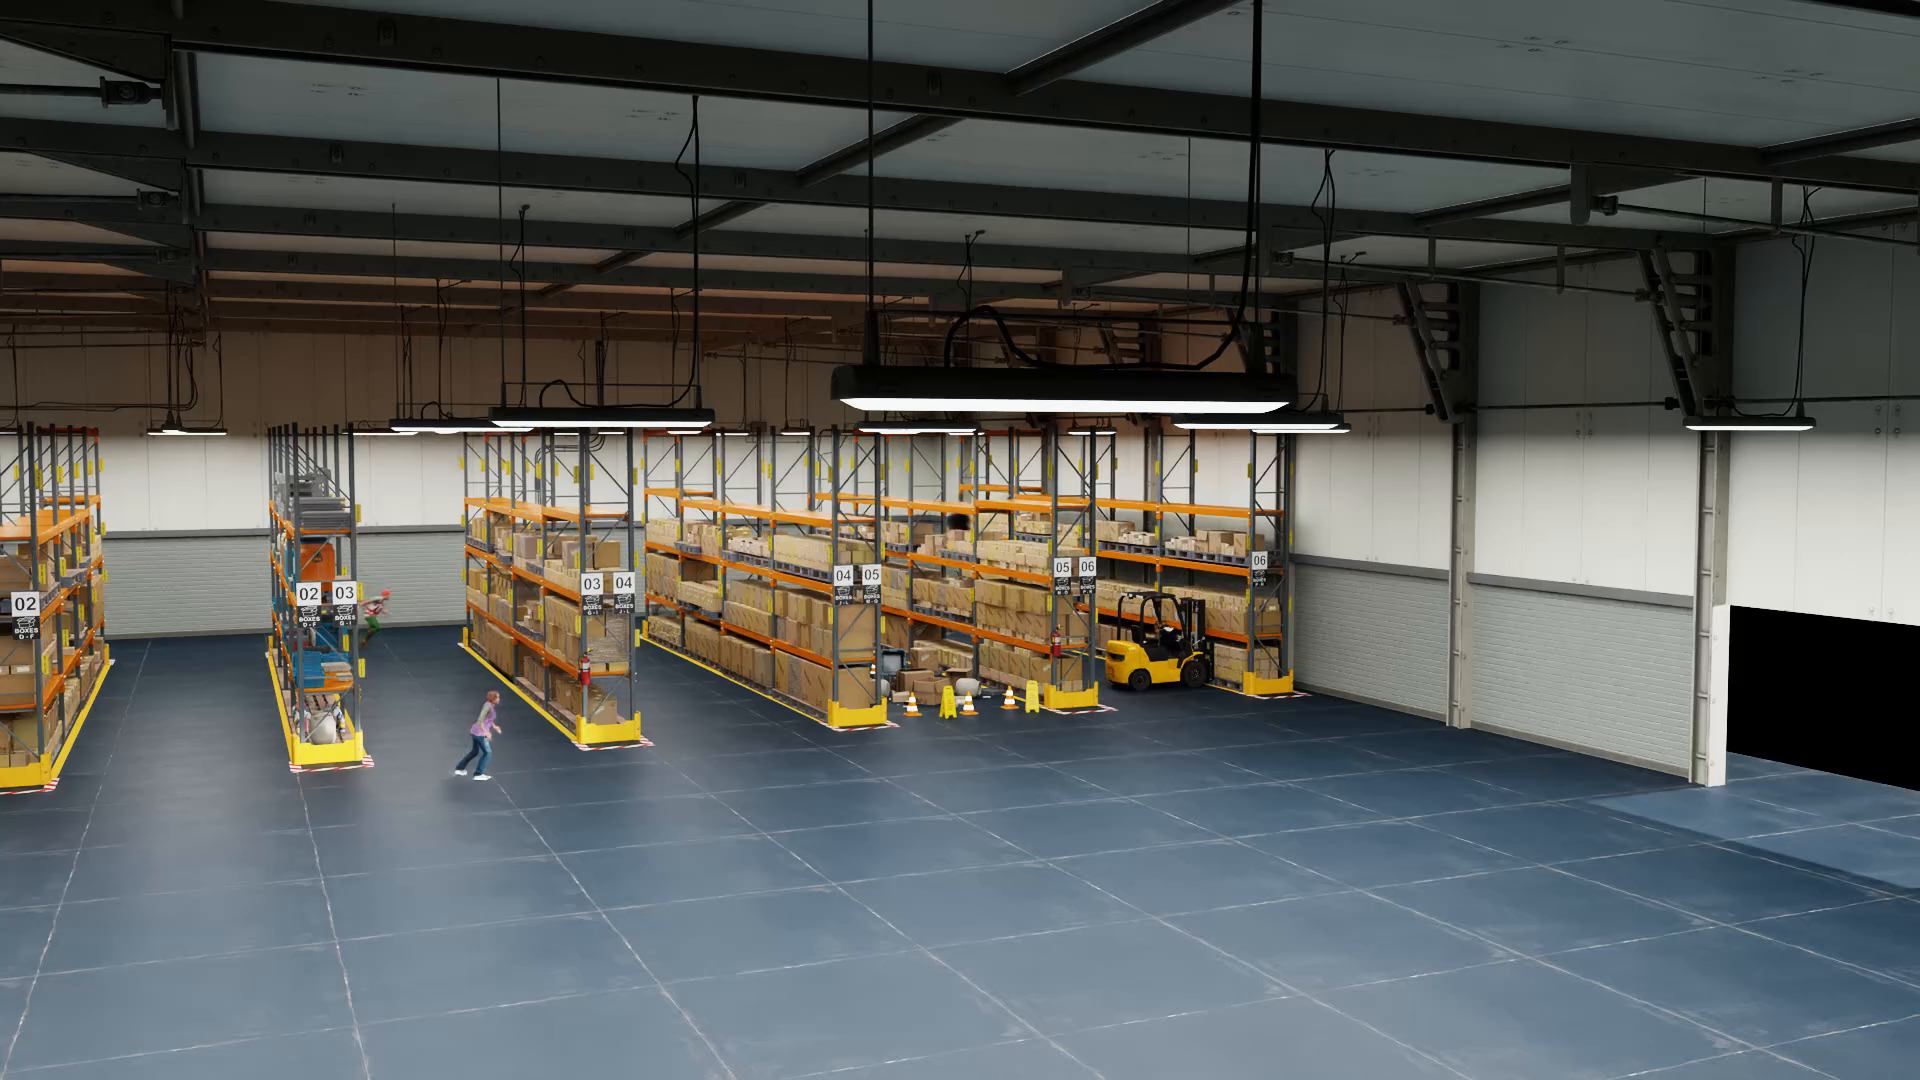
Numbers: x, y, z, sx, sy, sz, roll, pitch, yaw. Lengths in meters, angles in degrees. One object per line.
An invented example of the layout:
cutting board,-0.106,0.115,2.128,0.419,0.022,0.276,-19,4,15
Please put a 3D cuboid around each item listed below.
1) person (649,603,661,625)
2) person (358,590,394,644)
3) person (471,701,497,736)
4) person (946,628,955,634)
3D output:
person,-8.901,1.870,48.995,0.751,1.764,0.650,-2,4,-35
person,-16.119,2.126,45.770,0.984,1.489,0.624,0,3,-2
person,-7.980,2.998,27.847,0.421,0.576,0.504,-1,4,-14
person,-0.364,1.978,48.695,0.504,1.553,0.612,2,4,33
